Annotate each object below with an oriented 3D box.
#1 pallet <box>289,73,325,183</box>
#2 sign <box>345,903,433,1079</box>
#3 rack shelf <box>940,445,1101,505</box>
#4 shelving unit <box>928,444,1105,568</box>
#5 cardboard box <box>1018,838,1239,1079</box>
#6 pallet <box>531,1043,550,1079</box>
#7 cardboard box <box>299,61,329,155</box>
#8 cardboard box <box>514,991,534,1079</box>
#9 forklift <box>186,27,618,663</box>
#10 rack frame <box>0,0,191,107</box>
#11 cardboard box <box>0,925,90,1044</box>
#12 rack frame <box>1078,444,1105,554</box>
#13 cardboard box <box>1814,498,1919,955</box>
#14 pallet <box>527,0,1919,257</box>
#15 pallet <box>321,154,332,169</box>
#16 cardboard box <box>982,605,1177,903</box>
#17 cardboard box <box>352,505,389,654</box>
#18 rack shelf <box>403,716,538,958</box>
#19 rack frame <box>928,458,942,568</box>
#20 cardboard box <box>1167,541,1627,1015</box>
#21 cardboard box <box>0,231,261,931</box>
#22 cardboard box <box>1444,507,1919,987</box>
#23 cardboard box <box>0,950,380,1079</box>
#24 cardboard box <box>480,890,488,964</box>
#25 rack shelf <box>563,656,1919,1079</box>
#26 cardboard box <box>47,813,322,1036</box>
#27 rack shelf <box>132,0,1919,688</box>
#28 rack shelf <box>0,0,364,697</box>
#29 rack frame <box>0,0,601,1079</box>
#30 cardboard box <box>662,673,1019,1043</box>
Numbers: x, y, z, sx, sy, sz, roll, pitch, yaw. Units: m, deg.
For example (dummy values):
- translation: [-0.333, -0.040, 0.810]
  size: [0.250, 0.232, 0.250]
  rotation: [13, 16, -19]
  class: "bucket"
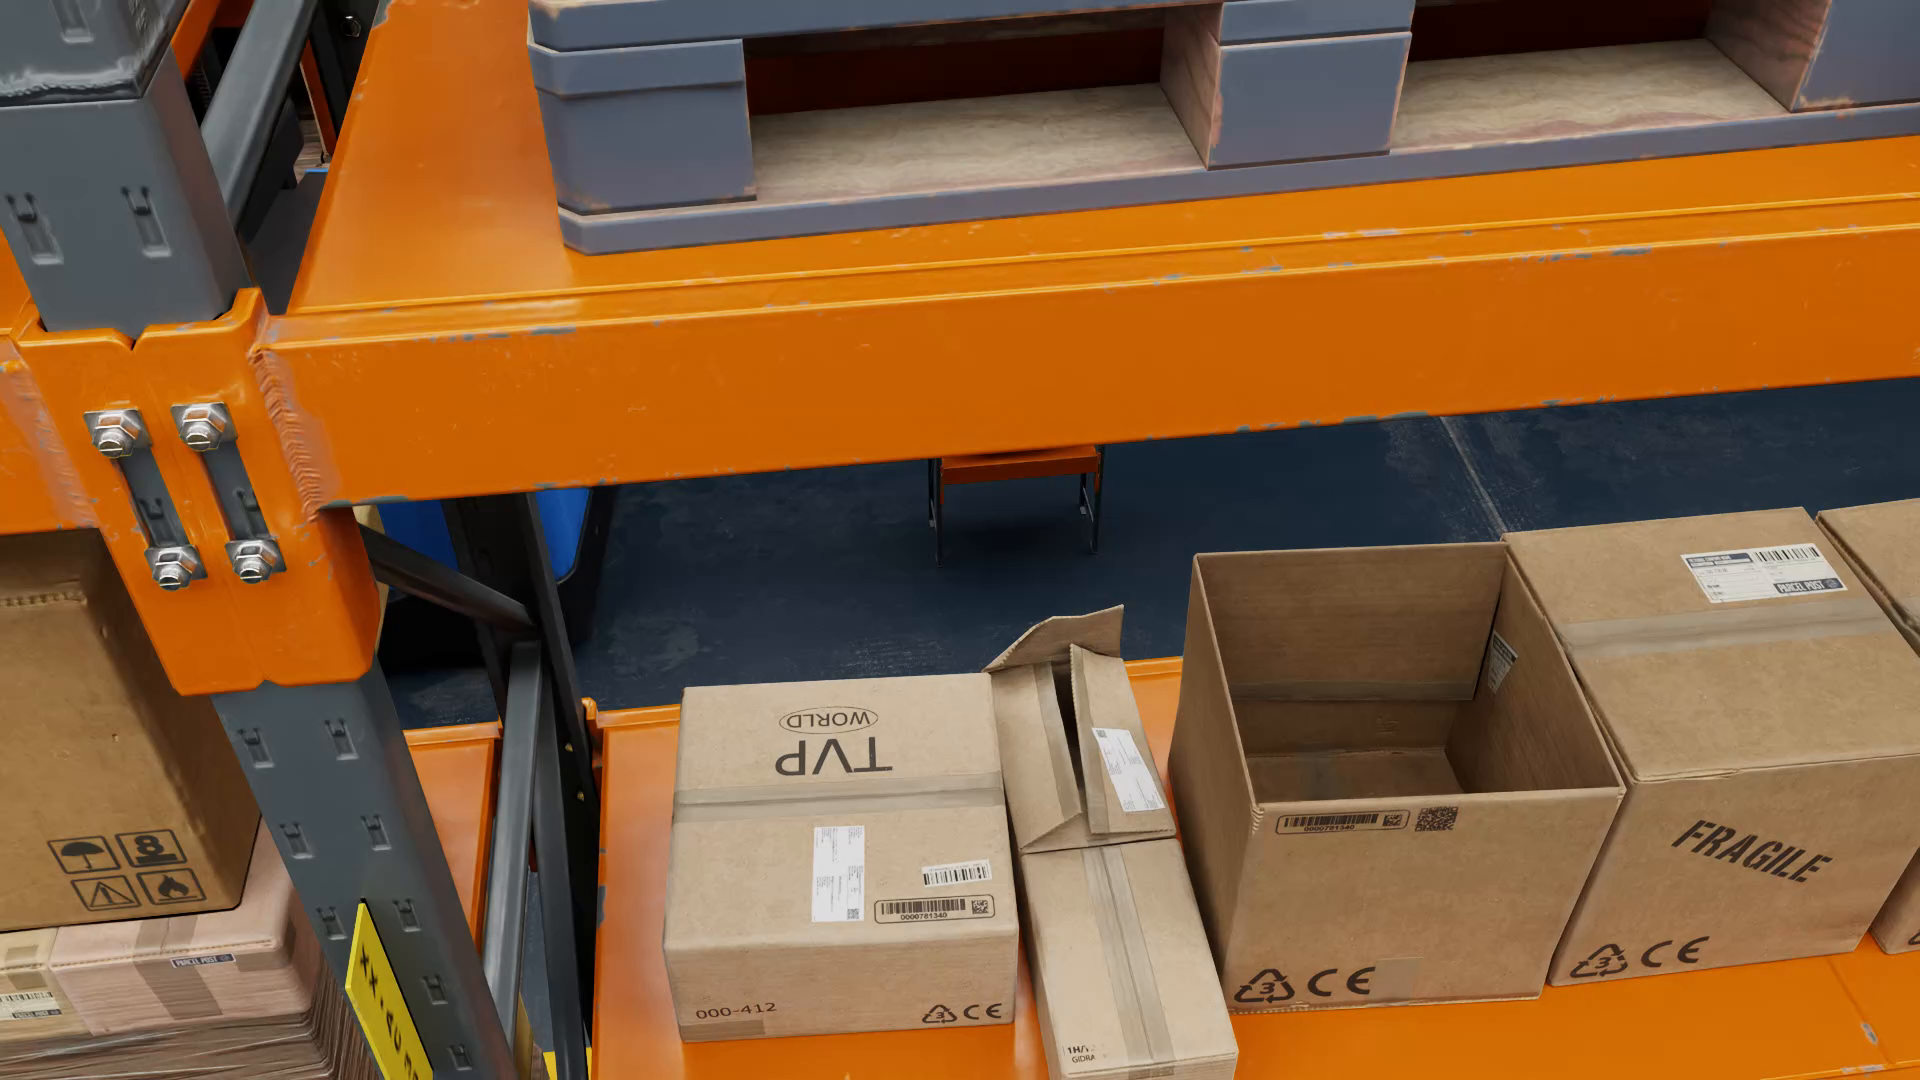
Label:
- translation: [-3.185, -1.567, 6.829]
  size: [1.213, 0.211, 1.003]
  rotation: [-5, 42, -6]
  class: "pallet"
- translation: [-0.592, 0.515, 1.734]
  size: [0.005, 0.325, 0.100]
  rotation: [-5, 42, -6]
  class: "sign"
- translation: [0.164, -0.263, 5.042]
  size: [0.480, 0.148, 0.258]
  rotation: [-5, 42, -6]
  class: "rack shelf"
- translation: [0.164, -0.460, 4.864]
  size: [0.503, 1.200, 0.258]
  rotation: [-5, 42, -6]
  class: "shelving unit"
- translation: [0.240, 0.650, 2.478]
  size: [0.250, 0.149, 0.380]
  rotation: [-5, 42, -6]
  class: "cardboard box"
- translation: [-1.459, 1.574, 3.347]
  size: [1.213, 0.211, 1.003]
  rotation: [-5, 42, -6]
  class: "pallet"
- translation: [-2.335, -1.910, 6.666]
  size: [0.500, 0.500, 0.500]
  rotation: [-8, 43, -9]
  class: "cardboard box"
- translation: [-1.164, 1.202, 3.418]
  size: [0.500, 0.250, 0.500]
  rotation: [-5, 42, -6]
  class: "cardboard box"
- translation: [-2.607, -1.045, 4.220]
  size: [3.031, 2.935, 1.130]
  rotation: [-1, 42, -1]
  class: "forklift"
- translation: [-0.665, -1.730, 0.450]
  size: [0.127, 3.000, 1.000]
  rotation: [-5, 42, -6]
  class: "rack frame"
- translation: [-1.152, 0.406, 2.002]
  size: [0.250, 0.149, 0.380]
  rotation: [-6, 42, -6]
  class: "cardboard box"
- translation: [0.406, -0.481, 4.888]
  size: [0.015, 1.200, 0.240]
  rotation: [-5, 42, -6]
  class: "rack frame"
- translation: [1.640, 0.270, 2.637]
  size: [0.500, 0.500, 0.500]
  rotation: [-7, 43, -8]
  class: "cardboard box"
- translation: [0.208, -0.630, 1.613]
  size: [1.217, 0.209, 0.805]
  rotation: [-7, 42, -7]
  class: "pallet"
- translation: [-1.972, -1.675, 6.949]
  size: [1.213, 0.211, 1.003]
  rotation: [-5, 42, -6]
  class: "pallet"
- translation: [0.183, 0.349, 2.724]
  size: [0.258, 0.266, 0.396]
  rotation: [-6, 42, -7]
  class: "cardboard box"
- translation: [-0.957, 0.114, 2.325]
  size: [0.250, 0.149, 0.380]
  rotation: [-5, 42, -6]
  class: "cardboard box"
- translation: [-2.648, 0.938, 2.507]
  size: [4.000, 0.370, 1.077]
  rotation: [-5, 42, -6]
  class: "rack shelf"
- translation: [-0.078, -0.439, 4.841]
  size: [0.015, 1.200, 0.240]
  rotation: [-5, 42, -6]
  class: "rack frame"
- translation: [0.621, 0.359, 2.538]
  size: [0.500, 0.500, 0.500]
  rotation: [-2, 42, -2]
  class: "cardboard box"
- translation: [-1.104, 0.021, 1.943]
  size: [0.500, 0.500, 0.700]
  rotation: [-5, 42, -5]
  class: "cardboard box"
- translation: [1.118, 0.315, 2.586]
  size: [0.500, 0.500, 0.500]
  rotation: [-5, 42, -5]
  class: "cardboard box"
- translation: [-1.104, 0.503, 2.378]
  size: [0.500, 0.500, 0.700]
  rotation: [-6, 42, -7]
  class: "cardboard box"
- translation: [-1.165, 0.916, 3.174]
  size: [0.500, 0.500, 0.500]
  rotation: [-5, 42, -6]
  class: "cardboard box"
- translation: [1.318, 0.591, 2.892]
  size: [4.000, 0.370, 1.077]
  rotation: [-5, 42, -6]
  class: "rack shelf"
- translation: [-0.907, 0.385, 2.024]
  size: [0.250, 0.149, 0.380]
  rotation: [-5, 42, -6]
  class: "cardboard box"
- translation: [1.318, -0.523, 1.888]
  size: [4.000, 0.370, 1.077]
  rotation: [-5, 42, -6]
  class: "rack shelf"
- translation: [-2.648, -0.175, 1.503]
  size: [4.000, 0.370, 1.077]
  rotation: [-5, 42, -6]
  class: "rack shelf"
- translation: [-0.665, 0.498, 2.459]
  size: [0.127, 3.000, 1.000]
  rotation: [-5, 42, -6]
  class: "rack frame"
- translation: [-0.183, 0.481, 2.589]
  size: [0.500, 0.250, 0.500]
  rotation: [-3, 42, -3]
  class: "cardboard box"
